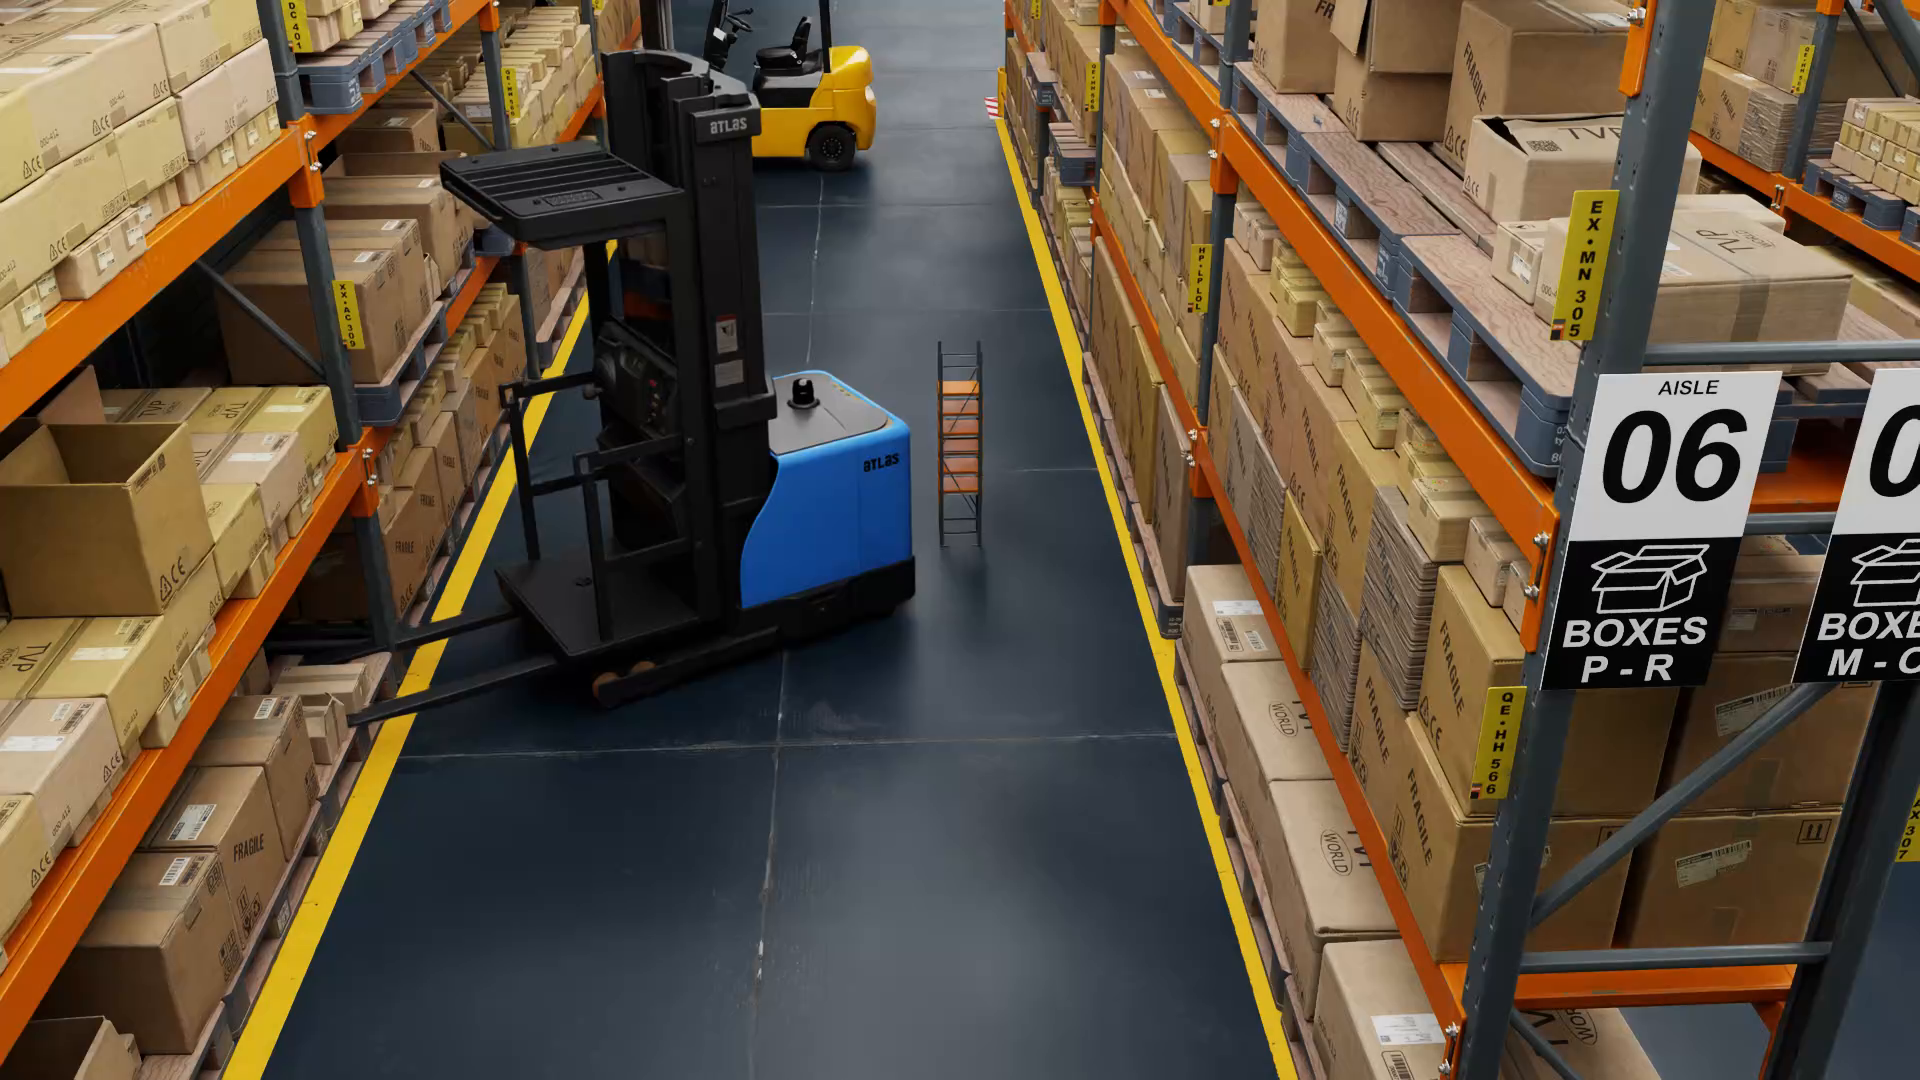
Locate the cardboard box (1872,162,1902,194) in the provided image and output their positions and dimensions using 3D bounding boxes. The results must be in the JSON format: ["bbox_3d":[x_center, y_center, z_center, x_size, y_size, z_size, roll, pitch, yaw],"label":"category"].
[{"bbox_3d":[6.225,-2.368,10.863,0.380,0.149,0.250,0,28,0],"label":"cardboard box"}]

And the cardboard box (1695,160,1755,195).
[{"bbox_3d":[6.384,-2.629,13.525,1.050,0.750,0.750,-1,28,-2],"label":"cardboard box"}]

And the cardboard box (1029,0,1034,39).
[{"bbox_3d":[0.923,-5.047,15.753,0.500,0.500,0.500,0,28,-1],"label":"cardboard box"}]

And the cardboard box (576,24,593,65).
[{"bbox_3d":[-3.448,-4.247,14.270,0.500,0.250,0.500,-2,28,-4],"label":"cardboard box"}]

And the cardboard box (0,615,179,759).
[{"bbox_3d":[-2.913,0.481,5.424,0.500,0.250,0.500,-2,28,-4],"label":"cardboard box"}]

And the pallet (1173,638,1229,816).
[{"bbox_3d":[1.607,0.850,7.892,1.003,0.211,1.213,-1,28,-3],"label":"pallet"}]

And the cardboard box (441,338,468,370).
[{"bbox_3d":[-3.244,-1.122,10.206,0.380,0.149,0.250,-2,28,-3],"label":"cardboard box"}]

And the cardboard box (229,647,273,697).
[{"bbox_3d":[-3.513,0.699,7.620,0.500,0.311,0.500,0,28,-1],"label":"cardboard box"}]

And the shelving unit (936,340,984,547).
[{"bbox_3d":[-0.001,-0.539,9.485,0.258,1.200,0.189,-1,28,-3],"label":"shelving unit"}]

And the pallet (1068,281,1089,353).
[{"bbox_3d":[1.397,-1.711,12.802,1.003,0.211,1.213,-1,28,-3],"label":"pallet"}]

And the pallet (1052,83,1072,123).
[{"bbox_3d":[1.293,-3.415,13.261,1.003,0.211,1.213,-1,28,-3],"label":"pallet"}]

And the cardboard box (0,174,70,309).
[{"bbox_3d":[-2.914,-0.848,4.730,0.500,0.250,0.500,-2,28,-4],"label":"cardboard box"}]

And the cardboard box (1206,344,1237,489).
[{"bbox_3d":[1.409,-0.561,7.473,0.500,0.500,0.500,-1,28,-1],"label":"cardboard box"}]

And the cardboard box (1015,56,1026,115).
[{"bbox_3d":[0.837,-4.717,17.259,0.500,0.500,0.500,-1,28,-2],"label":"cardboard box"}]

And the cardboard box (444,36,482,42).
[{"bbox_3d":[-3.911,-3.887,13.149,0.380,0.149,0.250,-2,28,-3],"label":"cardboard box"}]

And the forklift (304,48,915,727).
[{"bbox_3d":[-1.757,-0.757,8.032,3.031,2.935,1.130,-17,32,-29],"label":"forklift"}]

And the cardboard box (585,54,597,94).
[{"bbox_3d":[-3.441,-4.019,14.375,0.500,0.250,0.500,-1,28,-1],"label":"cardboard box"}]

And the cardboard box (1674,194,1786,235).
[{"bbox_3d":[2.027,-0.849,4.600,0.380,0.149,0.250,0,28,-1],"label":"cardboard box"}]

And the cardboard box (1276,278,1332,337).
[{"bbox_3d":[1.425,-0.888,6.318,0.380,0.149,0.250,-2,28,-4],"label":"cardboard box"}]

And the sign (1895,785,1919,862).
[{"bbox_3d":[2.409,0.678,4.184,0.100,0.325,0.005,-1,28,-3],"label":"sign"}]

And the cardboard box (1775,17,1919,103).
[{"bbox_3d":[6.361,-3.448,11.928,0.700,0.500,0.500,-2,28,-3],"label":"cardboard box"}]

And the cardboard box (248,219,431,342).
[{"bbox_3d":[-3.140,-1.316,8.468,0.700,0.500,0.500,-1,28,-2],"label":"cardboard box"}]

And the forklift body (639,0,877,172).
[{"bbox_3d":[-2.017,-4.951,16.918,2.313,2.155,1.214,-1,28,-3],"label":"forklift body"}]

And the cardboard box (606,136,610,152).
[{"bbox_3d":[-3.446,-3.732,15.640,0.500,0.250,0.500,-2,28,-3],"label":"cardboard box"}]

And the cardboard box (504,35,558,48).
[{"bbox_3d":[-3.393,-3.902,13.179,0.380,0.149,0.250,-1,28,-2],"label":"cardboard box"}]

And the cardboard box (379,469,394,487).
[{"bbox_3d":[-3.156,-0.281,8.593,0.380,0.149,0.250,-2,28,-4],"label":"cardboard box"}]

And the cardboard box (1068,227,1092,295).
[{"bbox_3d":[1.371,-2.209,13.130,0.950,0.372,0.625,-2,28,-4],"label":"cardboard box"}]

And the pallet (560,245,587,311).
[{"bbox_3d":[-3.585,-2.172,13.686,1.003,0.211,1.213,-1,28,-3],"label":"pallet"}]

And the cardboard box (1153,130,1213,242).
[{"bbox_3d":[1.330,-1.901,8.961,0.500,0.500,0.500,-1,28,-1],"label":"cardboard box"}]

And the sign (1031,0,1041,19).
[{"bbox_3d":[0.686,-4.801,14.775,0.100,0.325,0.005,-1,28,-3],"label":"sign"}]

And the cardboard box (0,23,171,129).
[{"bbox_3d":[-2.991,-1.539,5.514,0.500,0.250,0.500,-1,28,-2],"label":"cardboard box"}]

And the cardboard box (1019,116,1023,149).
[{"bbox_3d":[0.869,-4.148,16.979,0.500,0.250,0.500,-1,28,-2],"label":"cardboard box"}]

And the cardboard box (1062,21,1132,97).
[{"bbox_3d":[1.070,-3.624,12.570,0.500,0.500,0.500,-3,28,-6],"label":"cardboard box"}]

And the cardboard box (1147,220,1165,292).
[{"bbox_3d":[1.313,-1.562,9.123,0.500,0.250,0.500,-1,28,-1],"label":"cardboard box"}]

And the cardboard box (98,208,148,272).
[{"bbox_3d":[-2.887,-0.967,5.389,0.380,0.149,0.250,-1,28,-2],"label":"cardboard box"}]

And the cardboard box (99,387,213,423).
[{"bbox_3d":[-3.555,-0.448,7.206,0.500,0.250,0.500,-2,28,-3],"label":"cardboard box"}]

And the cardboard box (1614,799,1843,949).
[{"bbox_3d":[2.116,0.835,4.797,0.500,0.500,0.500,-2,28,-3],"label":"cardboard box"}]

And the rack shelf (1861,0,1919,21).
[{"bbox_3d":[11.020,-5.278,17.403,1.077,0.370,4.000,-1,28,-3],"label":"rack shelf"}]

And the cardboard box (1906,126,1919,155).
[{"bbox_3d":[6.244,-2.513,10.500,0.380,0.149,0.250,-3,28,-5],"label":"cardboard box"}]

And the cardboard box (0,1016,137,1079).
[{"bbox_3d":[-3.040,1.865,5.175,0.797,0.503,0.637,-2,28,-5],"label":"cardboard box"}]

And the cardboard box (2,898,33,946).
[{"bbox_3d":[-2.905,1.066,4.734,0.380,0.149,0.250,-1,28,-1],"label":"cardboard box"}]

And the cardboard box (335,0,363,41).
[{"bbox_3d":[-2.908,-2.335,7.449,0.380,0.149,0.250,-1,28,-2],"label":"cardboard box"}]

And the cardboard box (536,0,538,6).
[{"bbox_3d":[-4.050,-4.901,15.094,0.380,0.149,0.250,-2,28,-4],"label":"cardboard box"}]

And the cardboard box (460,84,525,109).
[{"bbox_3d":[-3.258,-3.074,11.592,0.380,0.149,0.250,-1,28,-2],"label":"cardboard box"}]

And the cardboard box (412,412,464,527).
[{"bbox_3d":[-3.171,-0.401,9.524,0.500,0.500,0.500,-2,28,-4],"label":"cardboard box"}]

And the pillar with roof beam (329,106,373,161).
[{"bbox_3d":[-0.189,-5.809,11.157,9.100,9.000,0.400,-1,28,-3],"label":"pillar with roof beam"}]

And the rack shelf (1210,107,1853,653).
[{"bbox_3d":[1.750,-0.827,5.626,1.077,0.370,4.000,-1,28,-3],"label":"rack shelf"}]

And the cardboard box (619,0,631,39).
[{"bbox_3d":[-3.568,-5.275,16.511,0.500,0.500,0.500,-1,28,-2],"label":"cardboard box"}]

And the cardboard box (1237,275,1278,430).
[{"bbox_3d":[1.449,-0.768,6.789,0.500,0.500,0.500,-2,28,-3],"label":"cardboard box"}]

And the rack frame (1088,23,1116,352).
[{"bbox_3d":[1.437,-2.587,11.466,1.000,3.000,0.127,-1,28,-3],"label":"rack frame"}]

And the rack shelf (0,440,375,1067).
[{"bbox_3d":[-3.207,0.625,6.086,1.077,0.370,4.000,-1,28,-3],"label":"rack shelf"}]

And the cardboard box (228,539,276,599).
[{"bbox_3d":[-2.941,0.113,6.561,0.380,0.149,0.250,-2,28,-3],"label":"cardboard box"}]

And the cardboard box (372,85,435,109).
[{"bbox_3d":[-3.864,-3.060,11.565,0.380,0.149,0.250,-1,28,-1],"label":"cardboard box"}]

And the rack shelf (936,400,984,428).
[{"bbox_3d":[-0.001,-0.712,9.395,0.258,0.103,0.180,-1,28,-3],"label":"rack shelf"}]

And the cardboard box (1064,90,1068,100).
[{"bbox_3d":[1.025,-3.521,13.074,0.380,0.149,0.250,-2,28,-4],"label":"cardboard box"}]

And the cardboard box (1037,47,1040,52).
[{"bbox_3d":[0.907,-4.463,15.336,0.380,0.149,0.250,-2,28,-3],"label":"cardboard box"}]

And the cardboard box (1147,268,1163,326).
[{"bbox_3d":[1.338,-1.343,9.243,0.500,0.250,0.500,-2,28,-4],"label":"cardboard box"}]

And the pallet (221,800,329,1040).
[{"bbox_3d":[-3.209,1.501,6.645,1.003,0.211,1.213,-1,28,-3],"label":"pallet"}]

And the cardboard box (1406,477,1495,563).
[{"bbox_3d":[1.501,-0.062,4.735,0.380,0.149,0.250,-2,28,-3],"label":"cardboard box"}]

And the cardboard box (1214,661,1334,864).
[{"bbox_3d":[1.619,0.916,7.066,0.875,0.438,0.875,-2,28,-4],"label":"cardboard box"}]
